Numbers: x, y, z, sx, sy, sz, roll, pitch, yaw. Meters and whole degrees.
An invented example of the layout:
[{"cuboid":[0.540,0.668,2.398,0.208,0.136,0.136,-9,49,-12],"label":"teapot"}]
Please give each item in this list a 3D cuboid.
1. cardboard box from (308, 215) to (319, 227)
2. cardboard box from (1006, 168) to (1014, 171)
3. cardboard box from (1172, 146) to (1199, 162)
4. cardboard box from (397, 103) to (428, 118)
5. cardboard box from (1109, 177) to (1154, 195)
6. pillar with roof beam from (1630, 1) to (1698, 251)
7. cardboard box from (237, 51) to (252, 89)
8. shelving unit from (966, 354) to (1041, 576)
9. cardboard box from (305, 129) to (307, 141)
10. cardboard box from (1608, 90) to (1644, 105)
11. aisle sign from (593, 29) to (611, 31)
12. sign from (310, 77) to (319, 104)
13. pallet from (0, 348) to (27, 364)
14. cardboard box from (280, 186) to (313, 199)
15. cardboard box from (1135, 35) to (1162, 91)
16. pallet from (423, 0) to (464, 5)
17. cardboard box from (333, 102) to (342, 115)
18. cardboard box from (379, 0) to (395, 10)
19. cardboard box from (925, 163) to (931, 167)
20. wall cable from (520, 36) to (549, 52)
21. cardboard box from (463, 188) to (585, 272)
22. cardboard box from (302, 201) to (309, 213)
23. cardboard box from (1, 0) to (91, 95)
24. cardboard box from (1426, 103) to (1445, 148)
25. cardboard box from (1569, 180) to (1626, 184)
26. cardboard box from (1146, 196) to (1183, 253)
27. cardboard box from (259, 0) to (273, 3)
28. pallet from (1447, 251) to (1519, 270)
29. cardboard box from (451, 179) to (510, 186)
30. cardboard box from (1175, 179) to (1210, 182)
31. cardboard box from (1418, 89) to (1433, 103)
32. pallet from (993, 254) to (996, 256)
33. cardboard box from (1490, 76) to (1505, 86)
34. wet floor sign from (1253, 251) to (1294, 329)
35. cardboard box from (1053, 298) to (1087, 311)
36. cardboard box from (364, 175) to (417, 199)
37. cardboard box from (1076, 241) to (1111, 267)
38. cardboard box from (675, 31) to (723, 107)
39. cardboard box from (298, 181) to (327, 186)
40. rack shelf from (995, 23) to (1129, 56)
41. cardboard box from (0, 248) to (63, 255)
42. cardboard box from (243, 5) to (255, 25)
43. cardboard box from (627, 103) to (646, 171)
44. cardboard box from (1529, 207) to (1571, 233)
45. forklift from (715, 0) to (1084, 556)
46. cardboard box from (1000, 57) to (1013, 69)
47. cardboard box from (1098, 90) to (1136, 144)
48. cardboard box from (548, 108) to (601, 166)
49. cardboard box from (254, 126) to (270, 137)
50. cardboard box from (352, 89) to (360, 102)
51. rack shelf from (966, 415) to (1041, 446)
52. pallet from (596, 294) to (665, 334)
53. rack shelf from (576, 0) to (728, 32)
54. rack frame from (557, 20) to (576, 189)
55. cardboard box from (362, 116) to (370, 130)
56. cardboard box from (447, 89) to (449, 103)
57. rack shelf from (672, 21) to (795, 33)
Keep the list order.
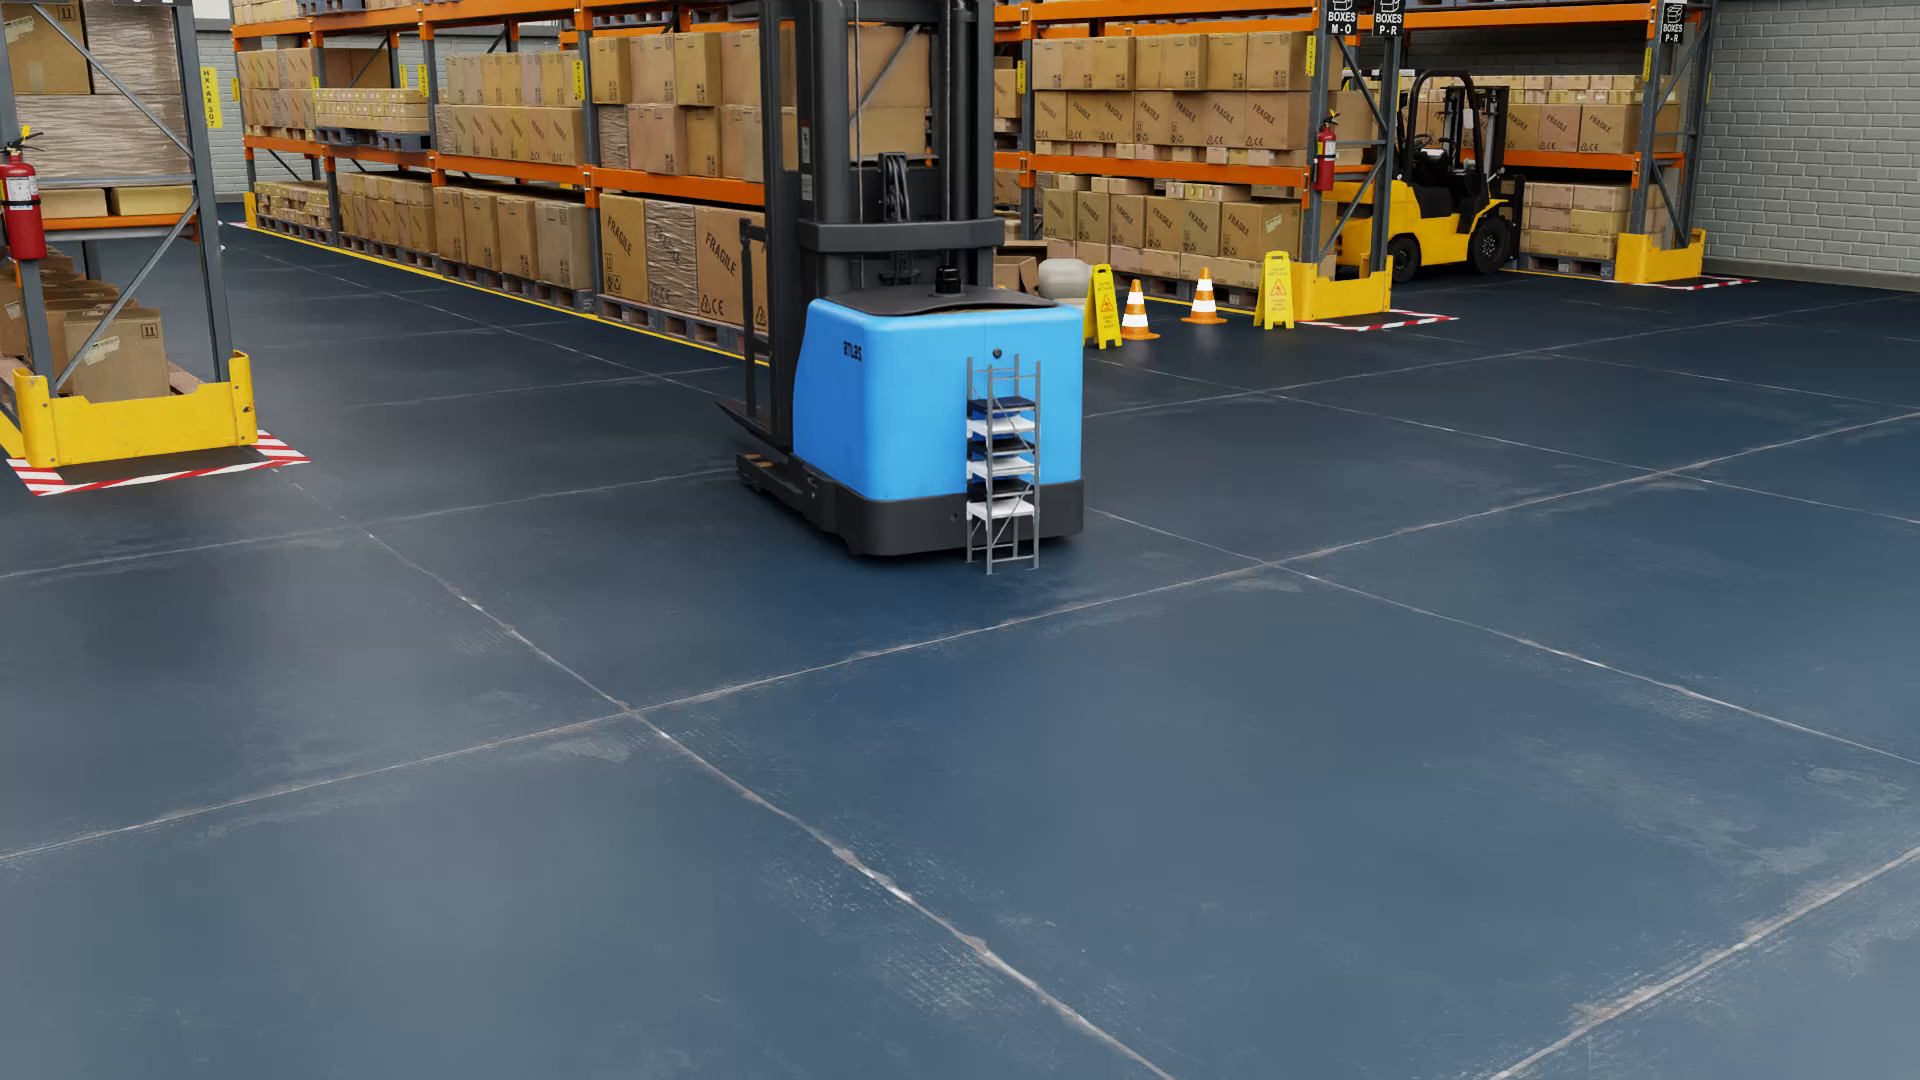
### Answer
[{"cuboid":[-8.362,-4.223,21.927,0.380,0.149,0.250,-12,19,-36],"label":"cardboard box"},{"cuboid":[0.948,-5.846,25.964,0.380,0.149,0.250,-11,19,-35],"label":"cardboard box"},{"cuboid":[2.236,-3.665,15.759,0.380,0.149,0.250,-11,19,-35],"label":"cardboard box"},{"cuboid":[-5.870,-4.655,18.019,0.380,0.149,0.250,-10,18,-33],"label":"cardboard box"},{"cuboid":[1.703,-3.512,16.488,0.380,0.149,0.250,-10,18,-31],"label":"cardboard box"},{"cuboid":[4.288,-6.762,15.236,9.100,9.000,0.400,-11,19,-35],"label":"pillar with roof beam"},{"cuboid":[-9.865,-6.640,23.509,0.500,0.500,0.500,-11,19,-35],"label":"cardboard box"},{"cuboid":[0.182,-0.319,7.039,0.258,0.900,0.210,-7,17,-23],"label":"shelving unit"},{"cuboid":[-8.268,-5.257,21.579,0.380,0.149,0.250,-10,18,-32],"label":"cardboard box"},{"cuboid":[7.020,-4.640,17.428,0.380,0.149,0.250,-11,19,-34],"label":"cardboard box"},{"cuboid":[-5.762,-8.211,26.969,0.394,0.787,0.004,-11,19,-35],"label":"aisle sign"},{"cuboid":[-7.997,-5.581,20.646,0.100,0.325,0.005,-11,19,-35],"label":"sign"},{"cuboid":[-6.507,-1.310,11.962,1.003,0.211,1.213,-11,19,-35],"label":"pallet"},{"cuboid":[-9.092,-4.775,22.820,0.380,0.149,0.250,-11,19,-34],"label":"cardboard box"},{"cuboid":[2.105,-4.556,15.894,0.700,0.500,0.500,-11,19,-35],"label":"cardboard box"},{"cuboid":[-4.789,-5.622,17.110,1.213,0.211,1.003,-10,18,-32],"label":"pallet"},{"cuboid":[-7.244,-5.153,19.839,0.380,0.149,0.250,-12,19,-37],"label":"cardboard box"},{"cuboid":[-6.057,-6.078,18.228,0.500,0.500,0.500,-11,19,-35],"label":"cardboard box"},{"cuboid":[-0.593,-6.106,28.143,0.700,0.500,0.500,-12,19,-37],"label":"cardboard box"},{"cuboid":[-8.164,-8.807,32.146,0.588,1.984,0.122,-11,19,-35],"label":"wall cable"},{"cuboid":[-4.409,-3.183,16.988,1.050,0.750,0.750,-11,19,-34],"label":"cardboard box"},{"cuboid":[-8.580,-4.469,22.263,0.380,0.149,0.250,-10,18,-33],"label":"cardboard box"},{"cuboid":[-5.102,-2.692,9.082,0.500,0.500,0.500,-11,19,-35],"label":"cardboard box"},{"cuboid":[5.766,-4.799,19.237,0.500,0.500,0.500,-11,19,-35],"label":"cardboard box"},{"cuboid":[7.024,-3.845,18.461,0.500,0.250,0.500,-11,19,-34],"label":"cardboard box"},{"cuboid":[2.155,-3.065,16.086,0.500,0.500,0.500,-11,19,-36],"label":"cardboard box"},{"cuboid":[-8.973,-7.256,22.061,0.500,0.250,0.500,-12,19,-37],"label":"cardboard box"},{"cuboid":[6.254,-3.320,19.308,1.003,0.211,1.213,-11,19,-35],"label":"pallet"},{"cuboid":[-5.420,-3.939,18.804,0.500,0.250,0.500,-12,19,-37],"label":"cardboard box"},{"cuboid":[3.493,-4.740,22.915,0.875,0.625,0.625,-10,18,-33],"label":"cardboard box"},{"cuboid":[5.487,-5.184,19.416,0.380,0.149,0.250,-10,18,-33],"label":"cardboard box"},{"cuboid":[0.627,-3.152,18.693,1.003,0.211,1.213,-11,19,-35],"label":"pallet"},{"cuboid":[6.163,-5.123,18.631,0.380,0.149,0.250,-11,19,-34],"label":"cardboard box"},{"cuboid":[2.684,-2.135,14.153,0.267,0.644,0.232,-4,16,-15],"label":"wet floor sign"},{"cuboid":[1.033,-2.068,14.850,0.380,0.149,0.250,-2,15,-6],"label":"cardboard box"},{"cuboid":[-6.731,-4.186,19.709,0.500,0.250,0.500,-10,18,-32],"label":"cardboard box"},{"cuboid":[1.537,-2.927,17.002,0.500,0.250,0.500,-10,18,-31],"label":"cardboard box"},{"cuboid":[-1.728,-3.702,13.091,0.875,0.550,0.500,-11,19,-35],"label":"cardboard box"},{"cuboid":[-9.297,-5.082,23.939,0.380,0.149,0.250,-10,18,-33],"label":"cardboard box"},{"cuboid":[1.571,-7.483,24.916,1.077,0.370,4.000,-11,19,-35],"label":"rack shelf"},{"cuboid":[-7.539,-2.039,13.244,0.700,0.500,0.500,-11,19,-35],"label":"cardboard box"},{"cuboid":[-9.551,-7.229,22.910,0.500,0.250,0.500,-10,18,-33],"label":"cardboard box"},{"cuboid":[-2.291,-3.423,14.115,0.875,0.550,0.550,-11,19,-35],"label":"cardboard box"},{"cuboid":[6.625,-3.530,18.257,0.500,0.250,0.500,-11,19,-35],"label":"cardboard box"},{"cuboid":[-0.507,-1.688,8.191,1.130,2.935,3.031,-7,17,-23],"label":"forklift"},{"cuboid":[0.373,-5.410,18.881,0.380,0.149,0.250,-10,18,-31],"label":"cardboard box"},{"cuboid":[1.718,-4.173,16.387,0.500,0.500,0.500,-11,19,-35],"label":"cardboard box"},{"cuboid":[-3.382,-3.659,15.075,0.500,0.500,0.500,-11,19,-35],"label":"cardboard box"},{"cuboid":[-9.691,-5.749,23.374,0.380,0.149,0.250,-12,19,-36],"label":"cardboard box"},{"cuboid":[-6.781,-5.129,19.188,0.380,0.149,0.250,-10,18,-33],"label":"cardboard box"},{"cuboid":[0.182,-0.461,7.000,0.258,0.077,0.200,-7,17,-23],"label":"rack shelf"},{"cuboid":[-2.475,-2.022,14.563,1.003,0.211,1.213,-11,19,-35],"label":"pallet"},{"cuboid":[-1.683,-4.214,12.971,1.077,0.370,4.000,-11,19,-35],"label":"rack shelf"},{"cuboid":[-5.970,-6.894,27.081,1.000,3.000,0.127,-11,19,-35],"label":"rack frame"},{"cuboid":[-6.623,-4.785,19.059,0.380,0.149,0.250,-10,18,-33],"label":"cardboard box"},{"cuboid":[-5.486,-4.949,18.531,0.380,0.149,0.250,-11,19,-36],"label":"cardboard box"},{"cuboid":[-2.442,-6.712,22.098,1.077,0.370,4.000,-11,19,-35],"label":"rack shelf"}]
